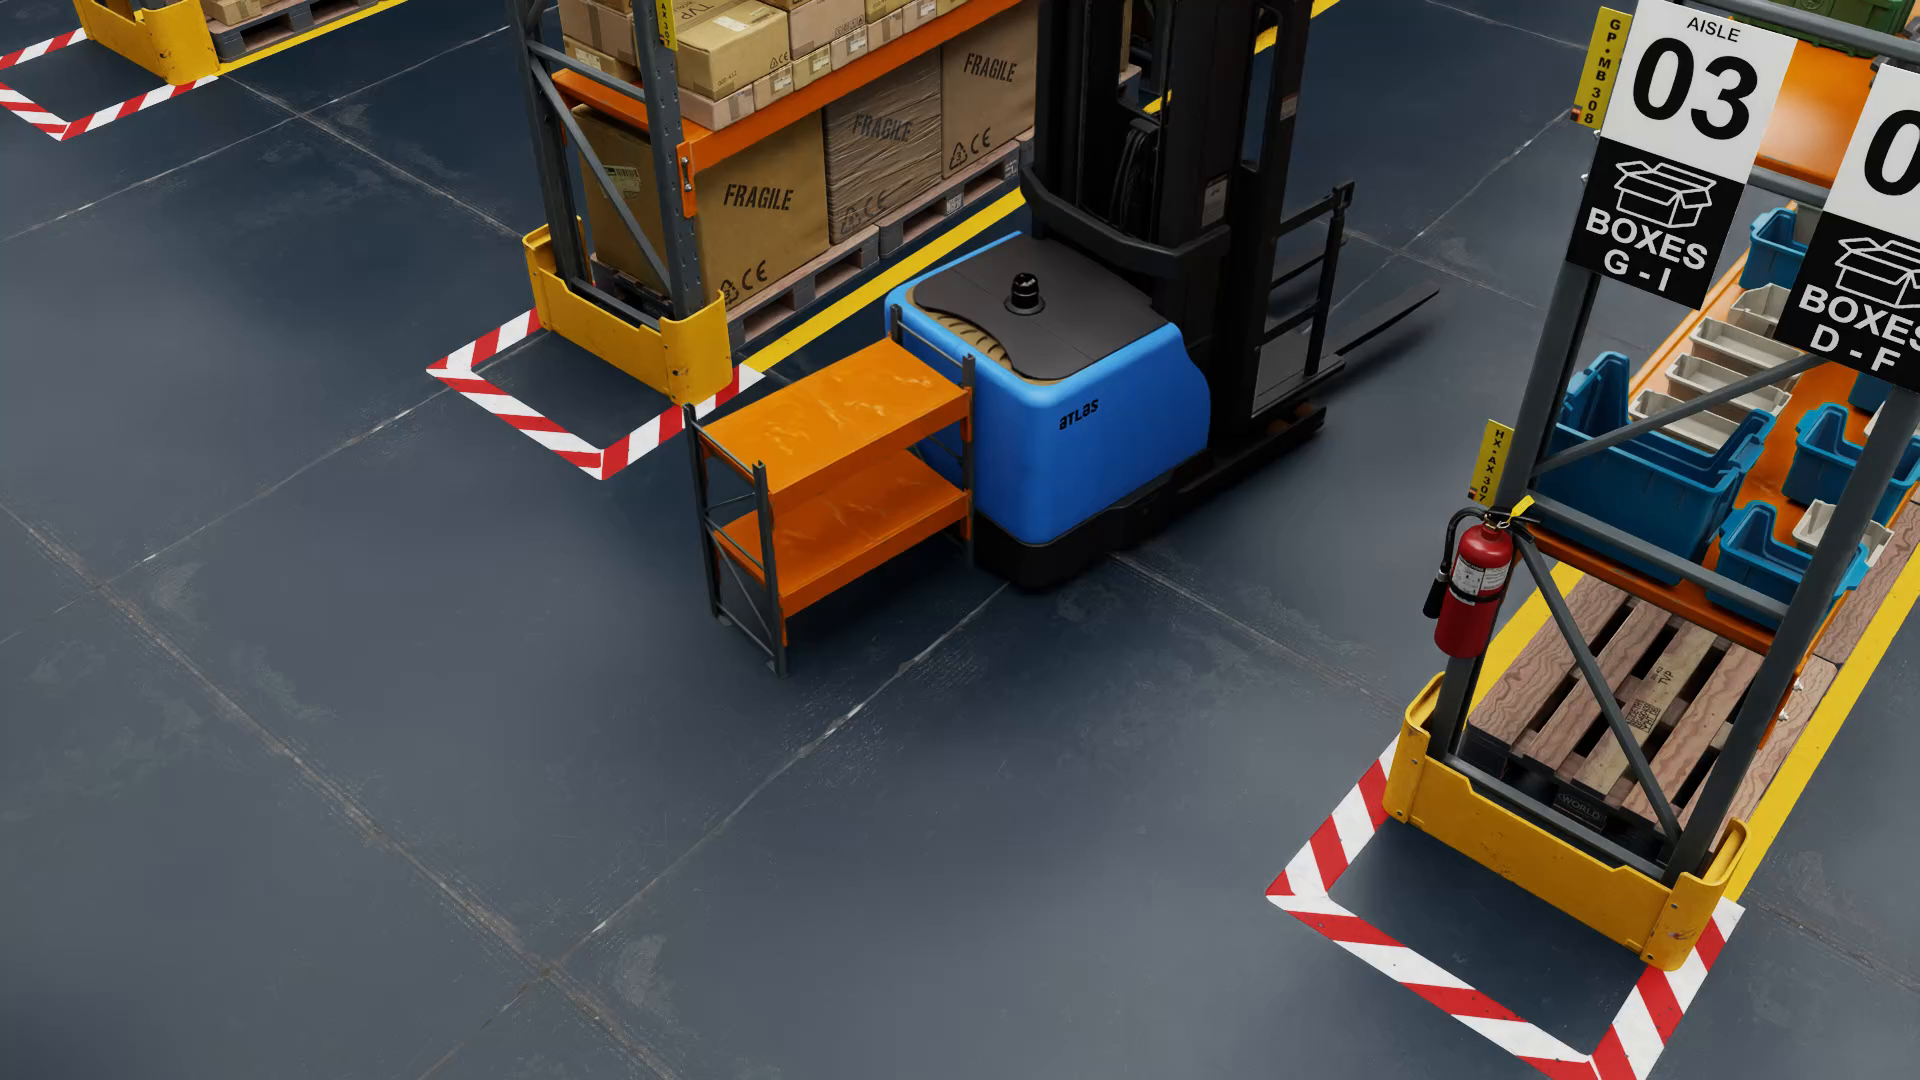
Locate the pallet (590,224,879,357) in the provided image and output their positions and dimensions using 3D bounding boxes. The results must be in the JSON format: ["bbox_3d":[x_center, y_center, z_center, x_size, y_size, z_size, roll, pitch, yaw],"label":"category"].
[{"bbox_3d":[-1.194,-1.508,8.934,1.003,0.211,1.213,29,50,28],"label":"pallet"}]

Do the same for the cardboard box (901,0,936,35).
[{"bbox_3d":[-0.342,-2.704,8.364,0.380,0.149,0.250,29,50,28],"label":"cardboard box"}]

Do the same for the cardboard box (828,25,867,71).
[{"bbox_3d":[-0.673,-2.441,8.074,0.380,0.149,0.250,29,50,28],"label":"cardboard box"}]

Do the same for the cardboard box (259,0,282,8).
[{"bbox_3d":[-4.692,-3.696,11.074,0.380,0.149,0.250,29,50,28],"label":"cardboard box"}]

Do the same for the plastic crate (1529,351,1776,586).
[{"bbox_3d":[2.214,-0.239,5.394,0.616,0.435,0.499,29,50,28],"label":"plastic crate"}]

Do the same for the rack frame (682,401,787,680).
[{"bbox_3d":[-0.883,0.021,6.573,0.032,1.125,0.500,-30,50,-29],"label":"rack frame"}]

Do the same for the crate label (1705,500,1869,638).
[{"bbox_3d":[2.553,0.105,5.167,0.416,0.233,0.303,29,50,28],"label":"crate label"}]

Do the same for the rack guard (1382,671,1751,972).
[{"bbox_3d":[2.136,0.993,5.969,1.175,0.500,0.348,29,50,28],"label":"rack guard"}]

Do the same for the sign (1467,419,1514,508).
[{"bbox_3d":[1.710,-0.240,5.345,0.100,0.325,0.005,29,50,28],"label":"sign"}]

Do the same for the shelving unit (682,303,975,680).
[{"bbox_3d":[-0.498,-0.202,6.818,1.048,1.125,0.538,-30,50,-29],"label":"shelving unit"}]

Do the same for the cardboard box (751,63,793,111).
[{"bbox_3d":[-1.004,-2.174,7.780,0.380,0.149,0.250,29,50,28],"label":"cardboard box"}]

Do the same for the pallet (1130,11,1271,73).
[{"bbox_3d":[1.364,-3.552,11.182,1.003,0.211,1.213,29,50,28],"label":"pallet"}]

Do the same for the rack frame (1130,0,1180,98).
[{"bbox_3d":[0.925,-4.154,9.771,1.000,3.000,0.127,29,50,28],"label":"rack frame"}]

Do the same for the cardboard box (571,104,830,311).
[{"bbox_3d":[-1.298,-1.828,8.480,0.875,0.875,0.875,29,50,28],"label":"cardboard box"}]

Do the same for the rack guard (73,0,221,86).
[{"bbox_3d":[-5.331,-3.408,10.809,1.175,0.500,0.348,29,50,28],"label":"rack guard"}]

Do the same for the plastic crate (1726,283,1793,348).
[{"bbox_3d":[3.063,-0.830,6.267,0.298,0.136,0.250,29,50,28],"label":"plastic crate"}]

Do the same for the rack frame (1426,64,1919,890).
[{"bbox_3d":[2.142,0.050,5.148,1.000,3.000,0.127,29,50,28],"label":"rack frame"}]

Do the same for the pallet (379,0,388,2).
[{"bbox_3d":[-3.996,-4.330,12.037,1.003,0.211,1.213,29,50,28],"label":"pallet"}]

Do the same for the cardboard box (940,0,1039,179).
[{"bbox_3d":[-0.140,-2.755,9.499,0.875,0.875,0.875,29,50,28],"label":"cardboard box"}]

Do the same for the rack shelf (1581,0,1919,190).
[{"bbox_3d":[3.429,-1.823,5.513,1.077,0.370,4.000,29,50,28],"label":"rack shelf"}]

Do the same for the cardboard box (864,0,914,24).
[{"bbox_3d":[-0.478,-2.807,8.180,0.500,0.250,0.500,28,49,27],"label":"cardboard box"}]

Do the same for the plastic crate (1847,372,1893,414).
[{"bbox_3d":[3.400,-0.573,5.912,0.416,0.233,0.300,29,50,28],"label":"plastic crate"}]

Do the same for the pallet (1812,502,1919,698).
[{"bbox_3d":[3.488,0.049,7.222,1.003,0.211,1.213,29,50,28],"label":"pallet"}]

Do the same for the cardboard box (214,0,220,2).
[{"bbox_3d":[-4.847,-3.663,10.817,0.380,0.149,0.250,32,51,30],"label":"cardboard box"}]

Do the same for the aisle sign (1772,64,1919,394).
[{"bbox_3d":[2.323,-0.746,4.091,0.394,0.787,0.004,29,50,28],"label":"aisle sign"}]

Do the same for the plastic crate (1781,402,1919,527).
[{"bbox_3d":[2.976,-0.234,5.540,0.416,0.233,0.300,29,50,28],"label":"plastic crate"}]

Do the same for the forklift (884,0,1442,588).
[{"bbox_3d":[1.112,-1.730,7.156,3.031,2.935,1.130,-30,50,-29],"label":"forklift"}]

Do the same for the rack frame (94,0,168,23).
[{"bbox_3d":[-5.380,-4.294,9.925,1.000,3.000,0.127,29,50,28],"label":"rack frame"}]

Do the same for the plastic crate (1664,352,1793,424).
[{"bbox_3d":[2.726,-0.516,5.921,0.396,0.136,0.243,29,50,28],"label":"plastic crate"}]

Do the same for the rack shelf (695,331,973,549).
[{"bbox_3d":[-0.498,-0.419,6.622,1.000,0.278,0.538,-30,50,-29],"label":"rack shelf"}]

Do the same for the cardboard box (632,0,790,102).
[{"bbox_3d":[-1.134,-2.279,7.600,0.500,0.250,0.500,28,49,27],"label":"cardboard box"}]

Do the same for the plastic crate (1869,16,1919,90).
[{"bbox_3d":[2.603,-1.089,4.268,0.497,0.269,0.590,29,50,28],"label":"plastic crate"}]

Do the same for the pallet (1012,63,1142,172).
[{"bbox_3d":[0.376,-2.765,10.316,1.003,0.211,1.213,29,50,28],"label":"pallet"}]

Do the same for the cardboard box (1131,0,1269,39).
[{"bbox_3d":[1.322,-3.861,10.717,1.225,0.875,0.875,30,50,29],"label":"cardboard box"}]

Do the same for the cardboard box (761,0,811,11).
[{"bbox_3d":[-0.812,-2.814,7.630,0.500,0.500,0.500,28,49,28],"label":"cardboard box"}]
